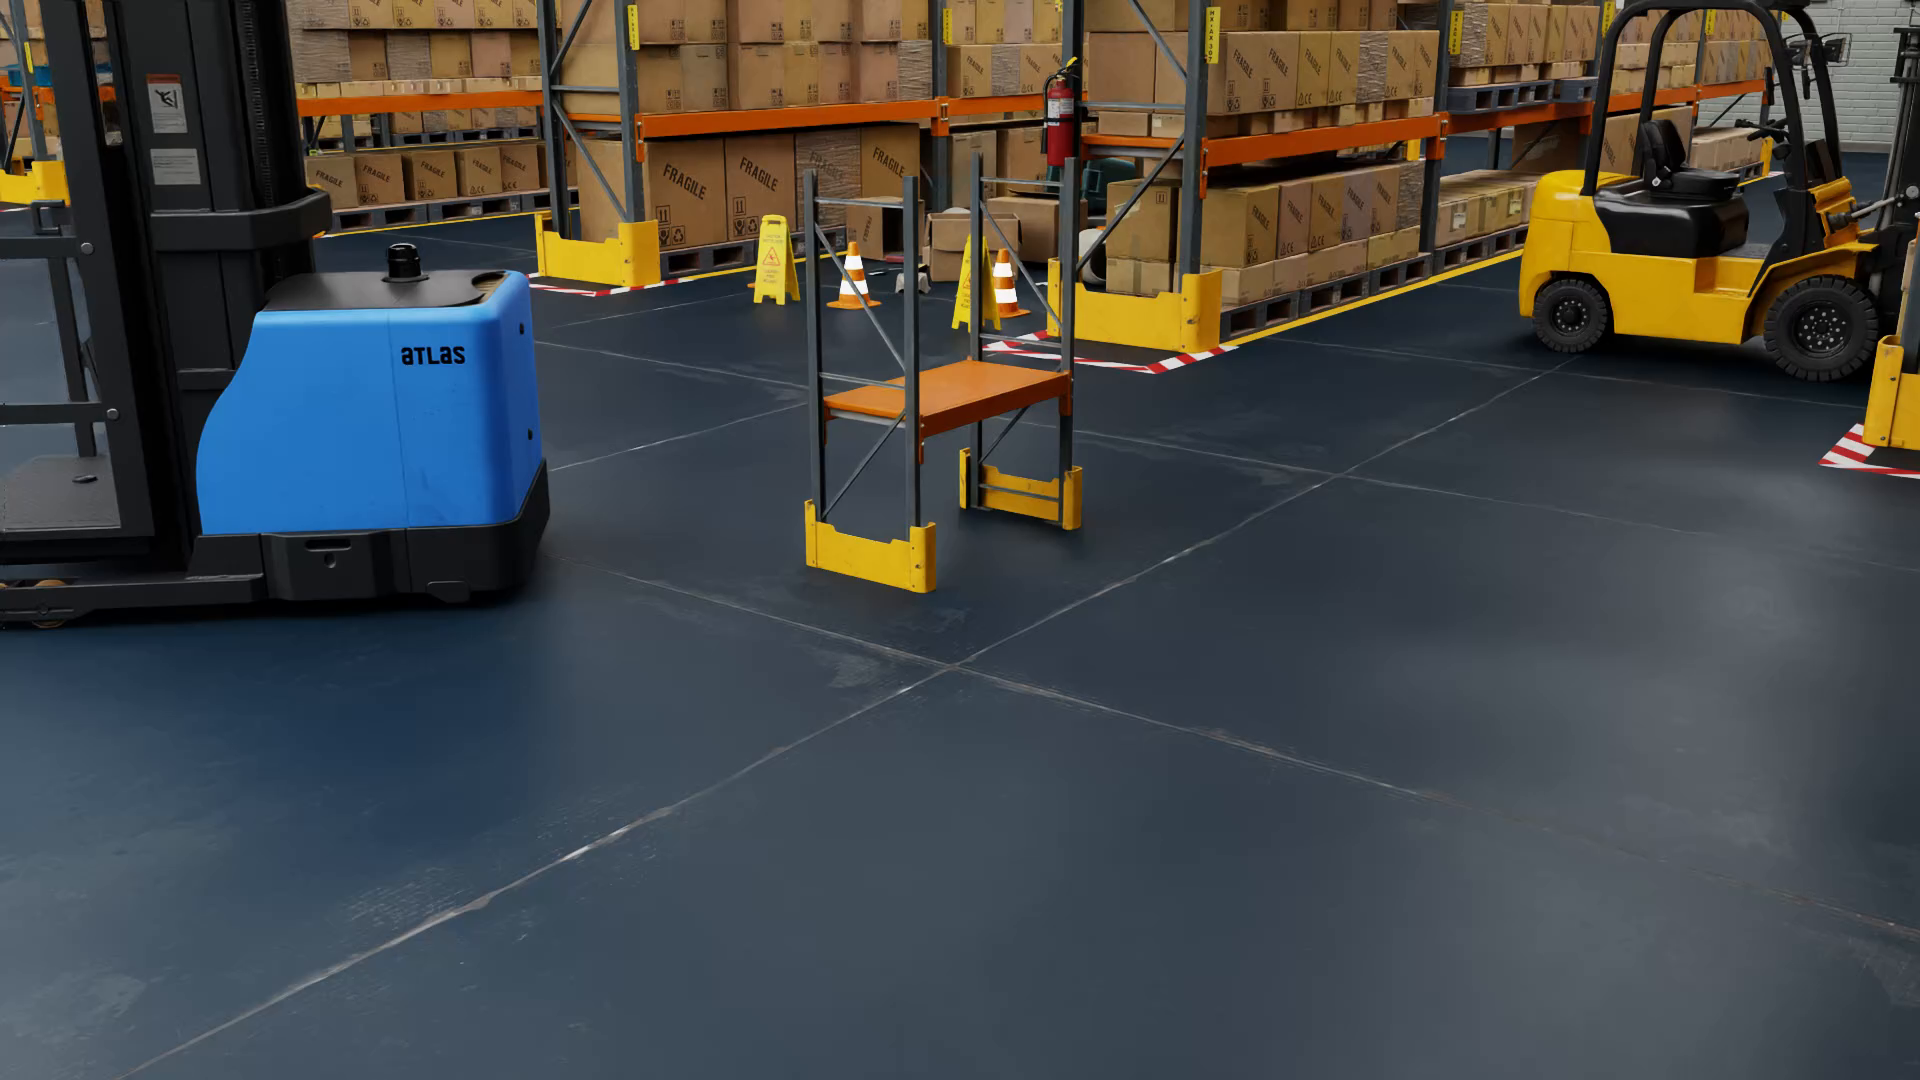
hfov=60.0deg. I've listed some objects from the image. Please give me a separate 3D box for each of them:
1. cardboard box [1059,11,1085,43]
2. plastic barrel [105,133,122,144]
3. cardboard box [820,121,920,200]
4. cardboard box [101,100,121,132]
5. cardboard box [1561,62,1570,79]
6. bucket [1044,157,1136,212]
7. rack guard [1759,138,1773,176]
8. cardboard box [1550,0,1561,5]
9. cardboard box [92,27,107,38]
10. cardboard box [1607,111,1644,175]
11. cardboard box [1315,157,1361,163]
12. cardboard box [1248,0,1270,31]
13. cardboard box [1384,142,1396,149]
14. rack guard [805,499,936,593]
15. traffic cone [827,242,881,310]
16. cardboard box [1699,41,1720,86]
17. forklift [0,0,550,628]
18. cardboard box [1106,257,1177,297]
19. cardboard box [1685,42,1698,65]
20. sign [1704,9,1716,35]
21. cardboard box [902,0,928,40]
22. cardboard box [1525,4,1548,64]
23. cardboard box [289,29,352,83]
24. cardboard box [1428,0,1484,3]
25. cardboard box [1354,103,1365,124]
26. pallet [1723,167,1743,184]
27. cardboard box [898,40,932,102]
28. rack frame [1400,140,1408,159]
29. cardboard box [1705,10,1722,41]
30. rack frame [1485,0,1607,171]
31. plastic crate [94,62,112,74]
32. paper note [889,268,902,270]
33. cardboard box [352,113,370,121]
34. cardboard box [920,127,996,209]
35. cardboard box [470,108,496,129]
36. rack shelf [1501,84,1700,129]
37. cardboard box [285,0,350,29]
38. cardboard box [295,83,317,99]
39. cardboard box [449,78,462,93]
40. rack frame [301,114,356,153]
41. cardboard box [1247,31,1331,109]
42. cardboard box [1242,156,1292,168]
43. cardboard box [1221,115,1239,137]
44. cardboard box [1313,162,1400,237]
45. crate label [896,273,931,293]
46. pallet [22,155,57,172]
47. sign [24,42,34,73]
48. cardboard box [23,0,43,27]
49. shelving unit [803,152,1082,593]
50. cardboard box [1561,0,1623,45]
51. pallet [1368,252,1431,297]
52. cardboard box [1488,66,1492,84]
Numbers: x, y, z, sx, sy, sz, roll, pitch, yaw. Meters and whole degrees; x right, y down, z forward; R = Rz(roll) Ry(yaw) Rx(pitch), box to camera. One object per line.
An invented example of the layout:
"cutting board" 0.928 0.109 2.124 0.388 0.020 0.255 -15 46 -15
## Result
"cardboard box" 0.938 -5.667 18.080 0.700 0.500 0.500 12 21 34
"plastic barrel" -10.221 -4.663 20.187 0.421 0.512 0.421 0 17 0
"cardboard box" -0.997 -3.586 16.108 0.875 0.875 0.875 13 21 36
"cardboard box" -12.970 -6.380 24.894 0.500 0.500 0.500 12 21 35
"cardboard box" 5.475 -4.397 15.562 0.380 0.149 0.250 11 20 32
"bucket" 1.205 -3.260 15.141 0.620 0.611 0.726 0 14 -35
"rack guard" 10.634 -5.357 23.151 1.175 0.500 0.348 12 21 35
"cardboard box" 5.951 -5.334 17.009 0.500 0.500 0.500 12 21 33
"cardboard box" -12.582 -7.386 24.207 0.380 0.149 0.250 12 21 34
"cardboard box" 6.866 -4.187 18.043 0.875 0.875 0.875 13 21 35
"cardboard box" 2.901 -2.840 13.494 0.500 0.500 0.500 14 22 37
"cardboard box" 1.744 -3.821 11.633 0.700 0.500 0.500 12 21 34
"cardboard box" 6.366 -5.993 25.085 0.380 0.149 0.250 13 22 36
"rack guard" -0.342 0.017 6.266 0.587 0.250 0.087 12 21 35
"traffic cone" -0.787 -1.968 12.301 0.336 0.463 0.334 12 21 35
"cardboard box" 8.726 -5.706 19.890 0.500 0.500 0.500 13 22 36
"forklift" -3.133 -1.253 5.837 3.031 2.935 1.130 -2 17 -7
"cardboard box" 1.366 -1.867 11.627 0.500 0.250 0.500 12 21 34
"cardboard box" 8.169 -5.611 19.166 0.500 0.250 0.500 12 21 35
"sign" 8.678 -6.014 19.233 0.100 0.325 0.005 12 21 35
"cardboard box" -0.813 -5.043 15.852 0.875 0.550 0.550 12 21 35
"cardboard box" 4.880 -4.497 14.790 0.500 0.500 0.500 11 21 32
"cardboard box" -6.523 -4.801 16.477 0.875 0.500 0.500 12 21 35
"cardboard box" 4.034 -4.437 13.500 0.380 0.149 0.250 12 21 34
"cardboard box" 2.744 -3.138 12.215 0.380 0.149 0.250 12 21 34
"pallet" 9.479 -4.720 21.586 1.003 0.211 1.213 12 21 35
"cardboard box" -0.776 -4.519 15.986 0.875 0.550 0.550 12 21 35
"rack frame" 6.584 -7.396 25.501 1.000 3.000 0.127 12 21 35
"cardboard box" 8.715 -6.188 19.758 0.500 0.500 0.500 13 21 35
"rack frame" 5.853 -4.640 16.626 1.000 3.000 0.127 12 21 35
"plastic crate" -10.401 -5.615 20.019 0.499 0.251 0.408 12 21 35
"paper note" -0.551 -2.309 14.163 0.123 0.001 0.032 -7 19 -22
"cardboard box" -10.174 -7.129 27.626 0.500 0.311 0.500 13 22 36
"cardboard box" -0.268 -3.827 17.096 1.050 0.750 0.750 12 21 34
"cardboard box" -8.641 -7.586 29.587 0.500 0.500 0.500 12 21 33
"rack shelf" 7.045 -4.772 18.267 1.077 0.370 4.000 12 21 35
"cardboard box" -6.326 -5.235 16.189 0.500 0.500 0.500 12 21 35
"cardboard box" -6.511 -4.391 16.250 0.380 0.149 0.250 12 21 35
"cardboard box" -5.497 -4.814 17.612 0.380 0.149 0.250 12 21 35
"rack frame" -8.467 -6.313 22.016 1.000 3.000 0.127 12 21 35
"cardboard box" 2.200 -3.233 11.428 0.500 0.500 0.500 12 21 34
"cardboard box" 2.316 -2.943 12.732 0.380 0.149 0.250 14 22 38
"cardboard box" 1.594 -2.721 10.872 0.380 0.149 0.250 13 21 35
"cardboard box" 3.031 -2.623 12.795 0.500 0.500 0.500 13 21 36
"crate label" -0.369 -2.011 12.988 0.250 0.136 0.298 2 17 6
"pallet" -13.677 -5.384 23.725 1.003 0.211 1.213 12 21 35
"sign" -10.411 -5.395 18.591 0.100 0.325 0.005 12 21 35
"cardboard box" -13.301 -7.510 23.514 0.700 0.500 0.500 12 21 35
"shelving unit" -0.045 -0.698 6.463 0.587 1.500 1.083 12 21 35
"cardboard box" 6.343 -5.239 16.702 0.500 0.500 0.500 12 21 33
"pallet" 3.098 -2.189 13.437 1.003 0.211 1.213 12 21 35
"cardboard box" 4.316 -3.982 14.225 0.380 0.149 0.250 14 22 38
